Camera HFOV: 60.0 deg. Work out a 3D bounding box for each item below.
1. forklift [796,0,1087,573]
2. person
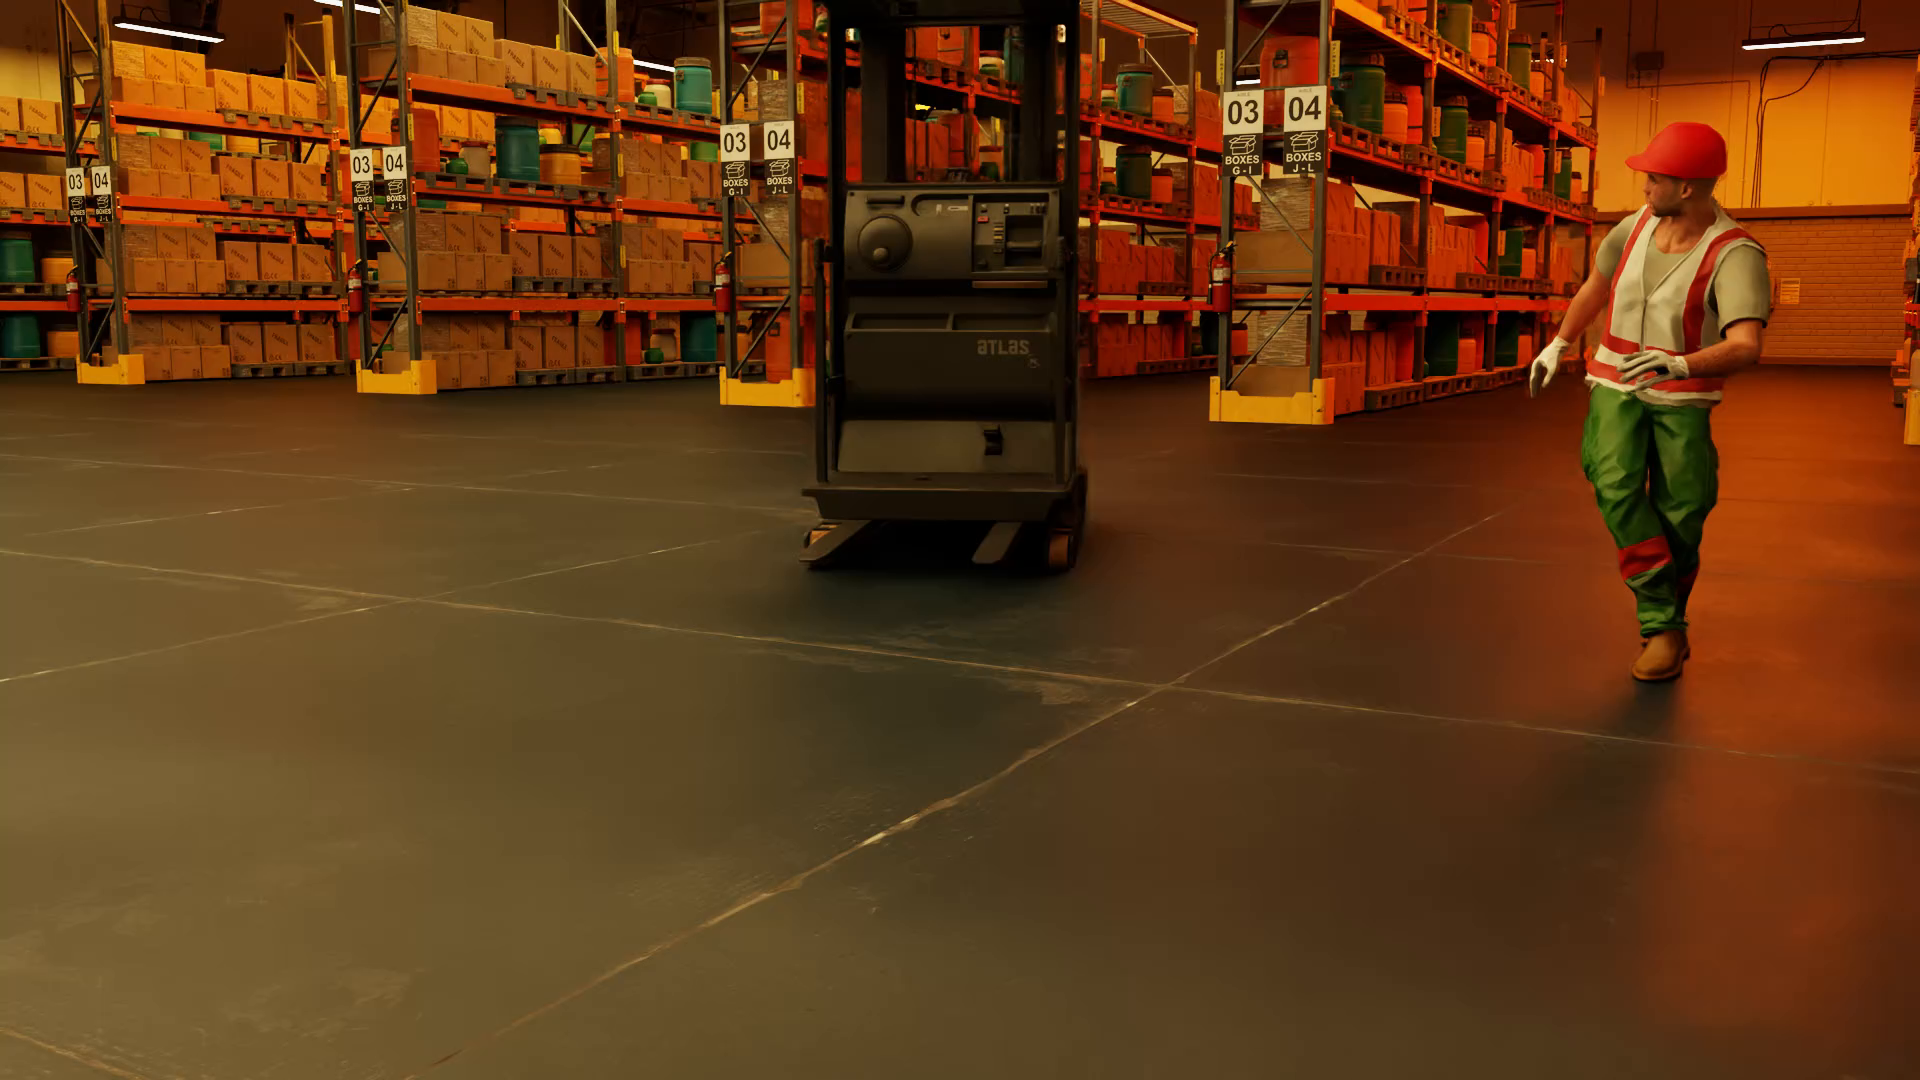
[{"bbox_3d":[-0.055,-1.364,6.977,1.130,2.935,3.031,1,8,6],"label":"forklift"},{"bbox_3d":[2.043,-0.445,5.109,0.792,1.616,0.802,6,10,36],"label":"person"}]
